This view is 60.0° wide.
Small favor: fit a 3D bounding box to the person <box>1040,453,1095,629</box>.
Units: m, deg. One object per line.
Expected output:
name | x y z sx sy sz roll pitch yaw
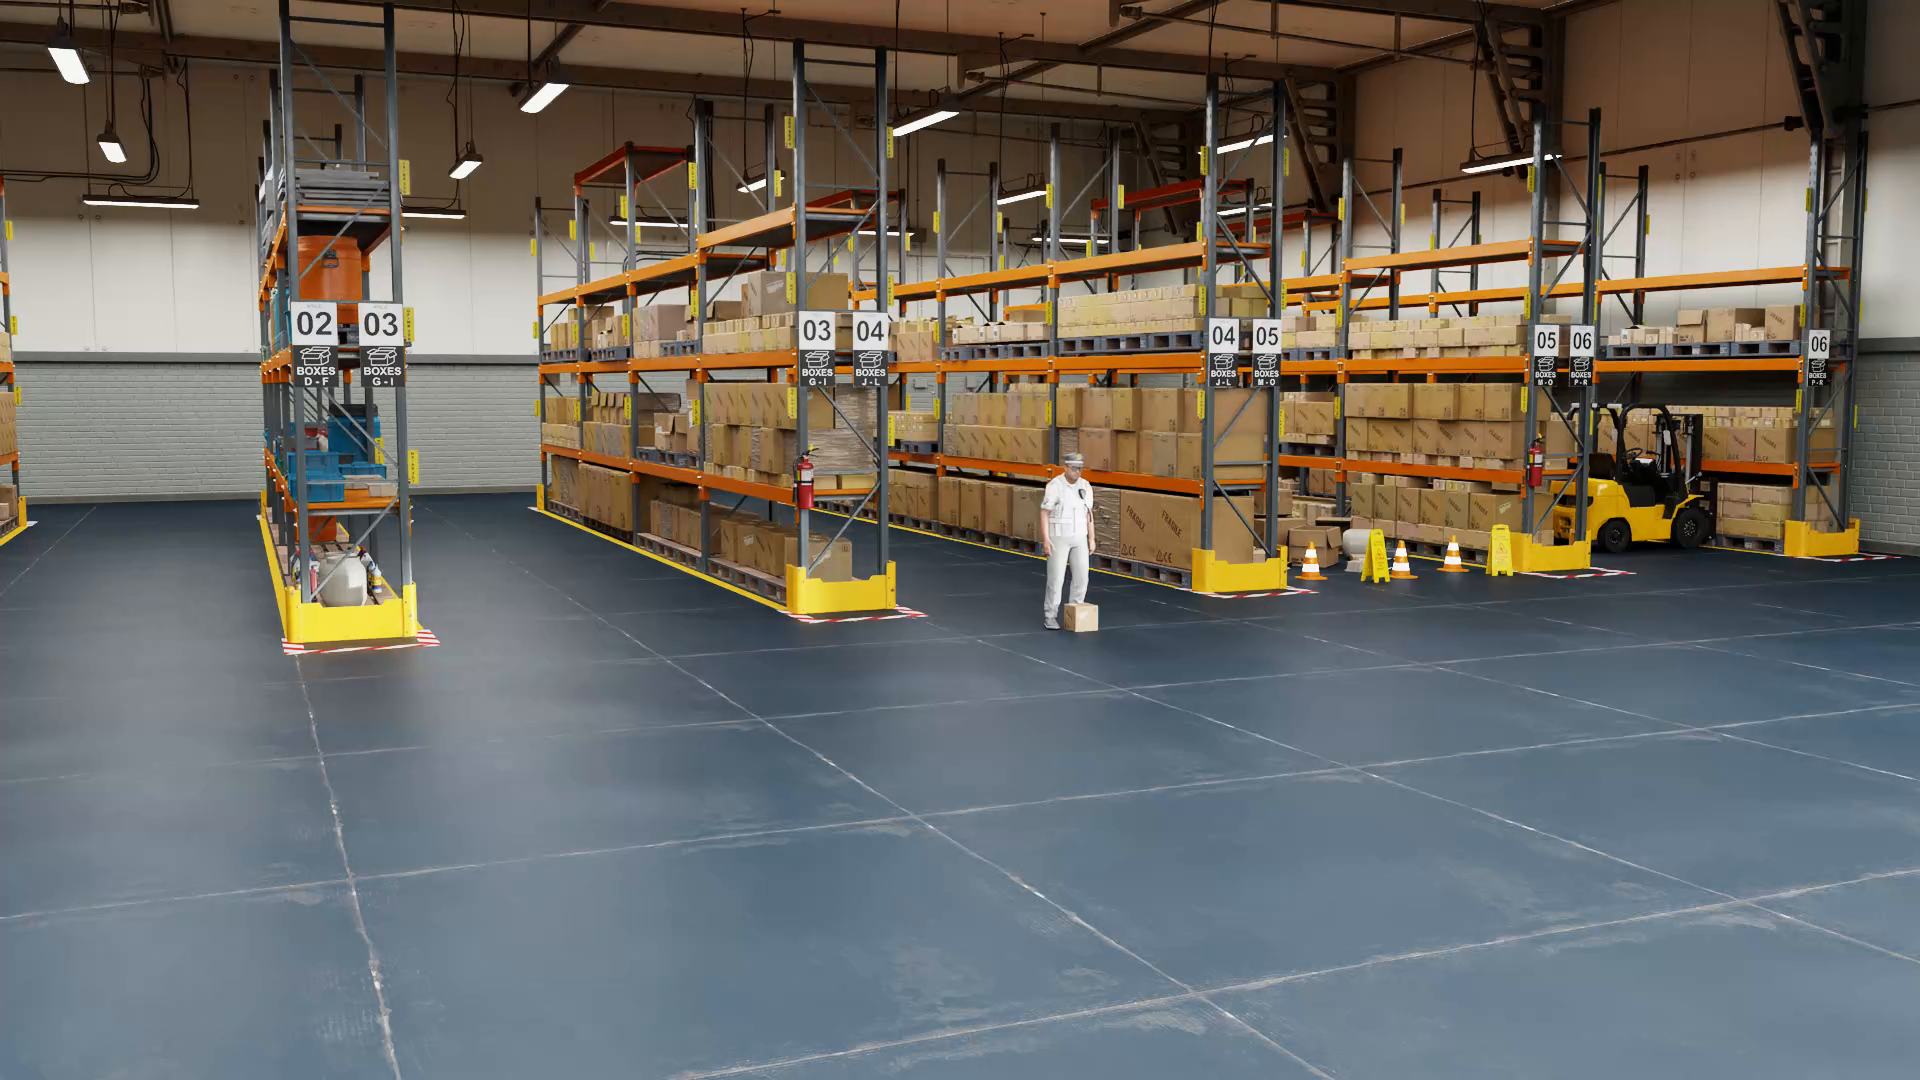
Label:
person | 1.081 -0.002 16.729 0.587 1.748 0.438 -2 6 -23
